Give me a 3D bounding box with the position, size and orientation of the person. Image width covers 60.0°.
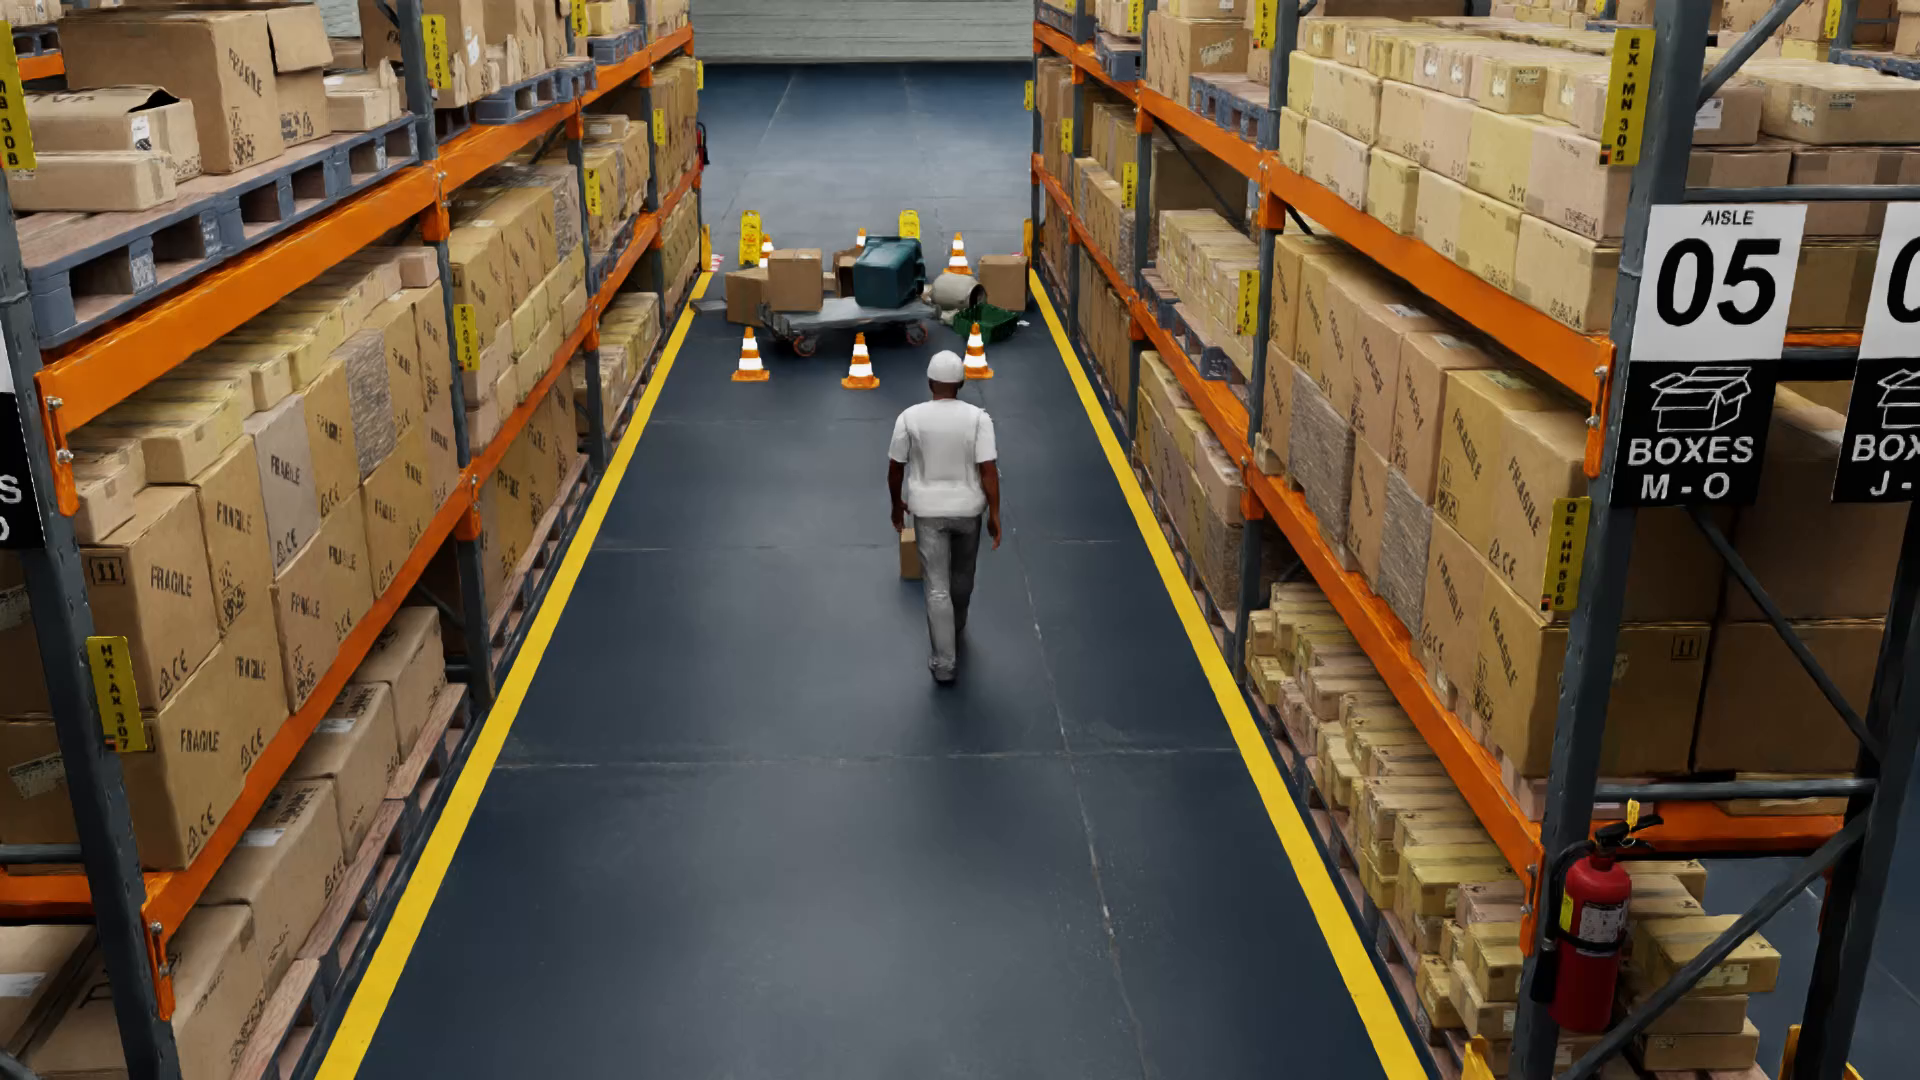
[{"bbox_3d":[-0.094,-0.200,9.096,0.596,1.710,1.010,-2,20,-5],"label":"person"}]
